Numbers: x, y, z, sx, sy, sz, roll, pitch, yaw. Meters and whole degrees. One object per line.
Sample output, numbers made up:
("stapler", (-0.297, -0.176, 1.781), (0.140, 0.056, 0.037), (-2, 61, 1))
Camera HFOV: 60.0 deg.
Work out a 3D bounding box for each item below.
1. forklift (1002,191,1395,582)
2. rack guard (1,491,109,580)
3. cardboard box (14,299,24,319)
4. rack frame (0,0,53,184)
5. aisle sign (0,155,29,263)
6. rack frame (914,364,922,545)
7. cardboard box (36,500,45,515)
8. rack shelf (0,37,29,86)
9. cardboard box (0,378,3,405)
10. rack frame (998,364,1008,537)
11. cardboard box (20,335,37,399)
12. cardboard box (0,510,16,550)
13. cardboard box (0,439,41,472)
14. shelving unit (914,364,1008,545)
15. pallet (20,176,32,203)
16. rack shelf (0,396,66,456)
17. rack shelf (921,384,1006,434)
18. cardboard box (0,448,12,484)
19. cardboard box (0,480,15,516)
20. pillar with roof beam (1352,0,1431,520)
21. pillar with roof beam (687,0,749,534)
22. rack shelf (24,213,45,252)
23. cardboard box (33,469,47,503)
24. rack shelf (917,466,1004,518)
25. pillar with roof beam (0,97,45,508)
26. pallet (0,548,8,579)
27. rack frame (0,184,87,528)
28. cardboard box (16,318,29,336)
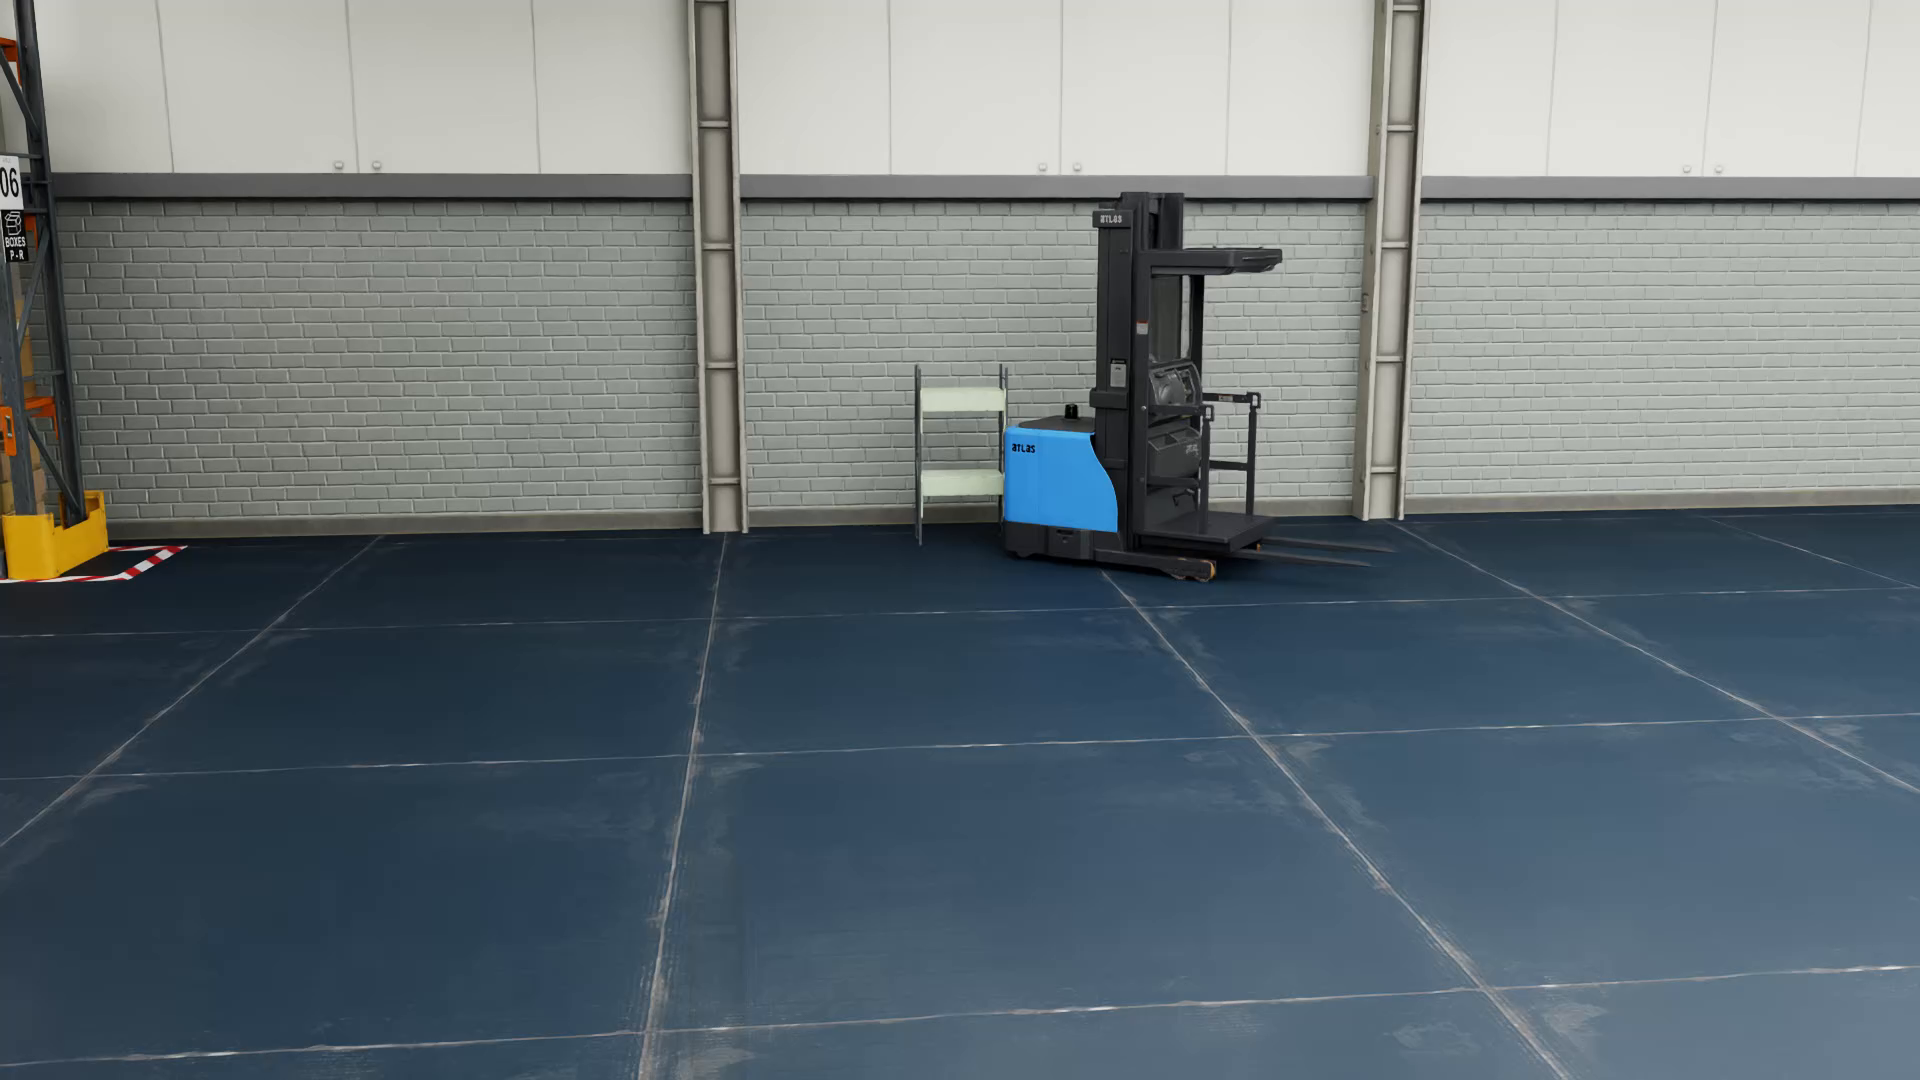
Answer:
("forklift", (1.879, -1.233, 13.043), (3.031, 2.935, 1.130), (6, 13, 30))
("rack guard", (-7.236, -0.051, 13.333), (0.348, 0.500, 1.175), (-1, 11, -6))
("cardboard box", (-7.617, -1.825, 13.161), (0.250, 0.149, 0.380), (-1, 11, -7))
("rack frame", (-7.260, -4.221, 12.511), (0.127, 3.000, 1.000), (-1, 11, -6))
("aisle sign", (-7.163, -2.498, 12.559), (0.004, 0.787, 0.394), (-1, 11, -6))
("rack frame", (-0.357, -0.728, 14.185), (0.023, 1.500, 0.400), (-1, 11, -6))
("cardboard box", (-7.769, -0.162, 13.453), (0.500, 0.250, 0.500), (-1, 11, -6))
("rack shelf", (-9.248, -3.630, 12.407), (4.000, 0.370, 1.077), (-1, 11, -6))
("cardboard box", (-7.721, -1.266, 12.771), (0.500, 0.500, 0.500), (-1, 11, -7))
("rack frame", (0.371, -0.744, 14.263), (0.023, 1.500, 0.400), (-1, 11, -6))
("cardboard box", (-7.782, -1.369, 13.298), (0.500, 0.500, 0.500), (-1, 11, -4))
("cardboard box", (-7.693, -0.064, 12.956), (0.500, 0.250, 0.500), (-1, 11, -6))
("cardboard box", (-7.758, -0.651, 13.351), (0.500, 0.250, 0.500), (-1, 11, -7))
("shelving unit", (0.007, -0.736, 14.224), (0.755, 1.500, 0.431), (-1, 11, -6))
("pallet", (-7.965, -2.696, 12.759), (1.213, 0.211, 1.003), (-1, 11, -6))
("rack shelf", (-9.248, -0.883, 12.947), (4.000, 0.370, 1.077), (-1, 11, -6))
("rack shelf", (0.007, -1.119, 14.149), (0.720, 0.370, 0.431), (-1, 11, -6))
("cardboard box", (-7.684, -0.555, 12.865), (0.500, 0.250, 0.500), (-1, 11, -4))
("cardboard box", (-7.710, -0.309, 12.909), (0.500, 0.250, 0.500), (-1, 11, -7))
("pillar with roof beam", (4.345, -3.804, 10.388), (0.400, 9.000, 9.100), (-1, 11, -6))
("pillar with roof beam", (-1.619, -3.679, 9.753), (0.400, 9.000, 9.100), (-1, 11, -6))
("rack shelf", (-9.248, -2.355, 12.658), (4.000, 0.370, 1.077), (-1, 11, -6))
("cardboard box", (-7.750, -0.410, 13.419), (0.500, 0.250, 0.500), (-1, 11, -5))
("rack shelf", (0.007, -0.416, 14.287), (0.720, 0.370, 0.431), (-1, 11, -6))
("pillar with roof beam", (-7.584, -3.554, 9.117), (0.400, 9.000, 9.100), (-1, 11, -6))
("pallet", (-8.015, 0.115, 13.237), (1.213, 0.211, 1.003), (-1, 11, -6))
("rack frame", (-7.260, -1.277, 13.089), (0.127, 3.000, 1.000), (-1, 11, -6))
("cardboard box", (-7.625, -1.687, 13.234), (0.250, 0.149, 0.380), (-1, 11, -8))
